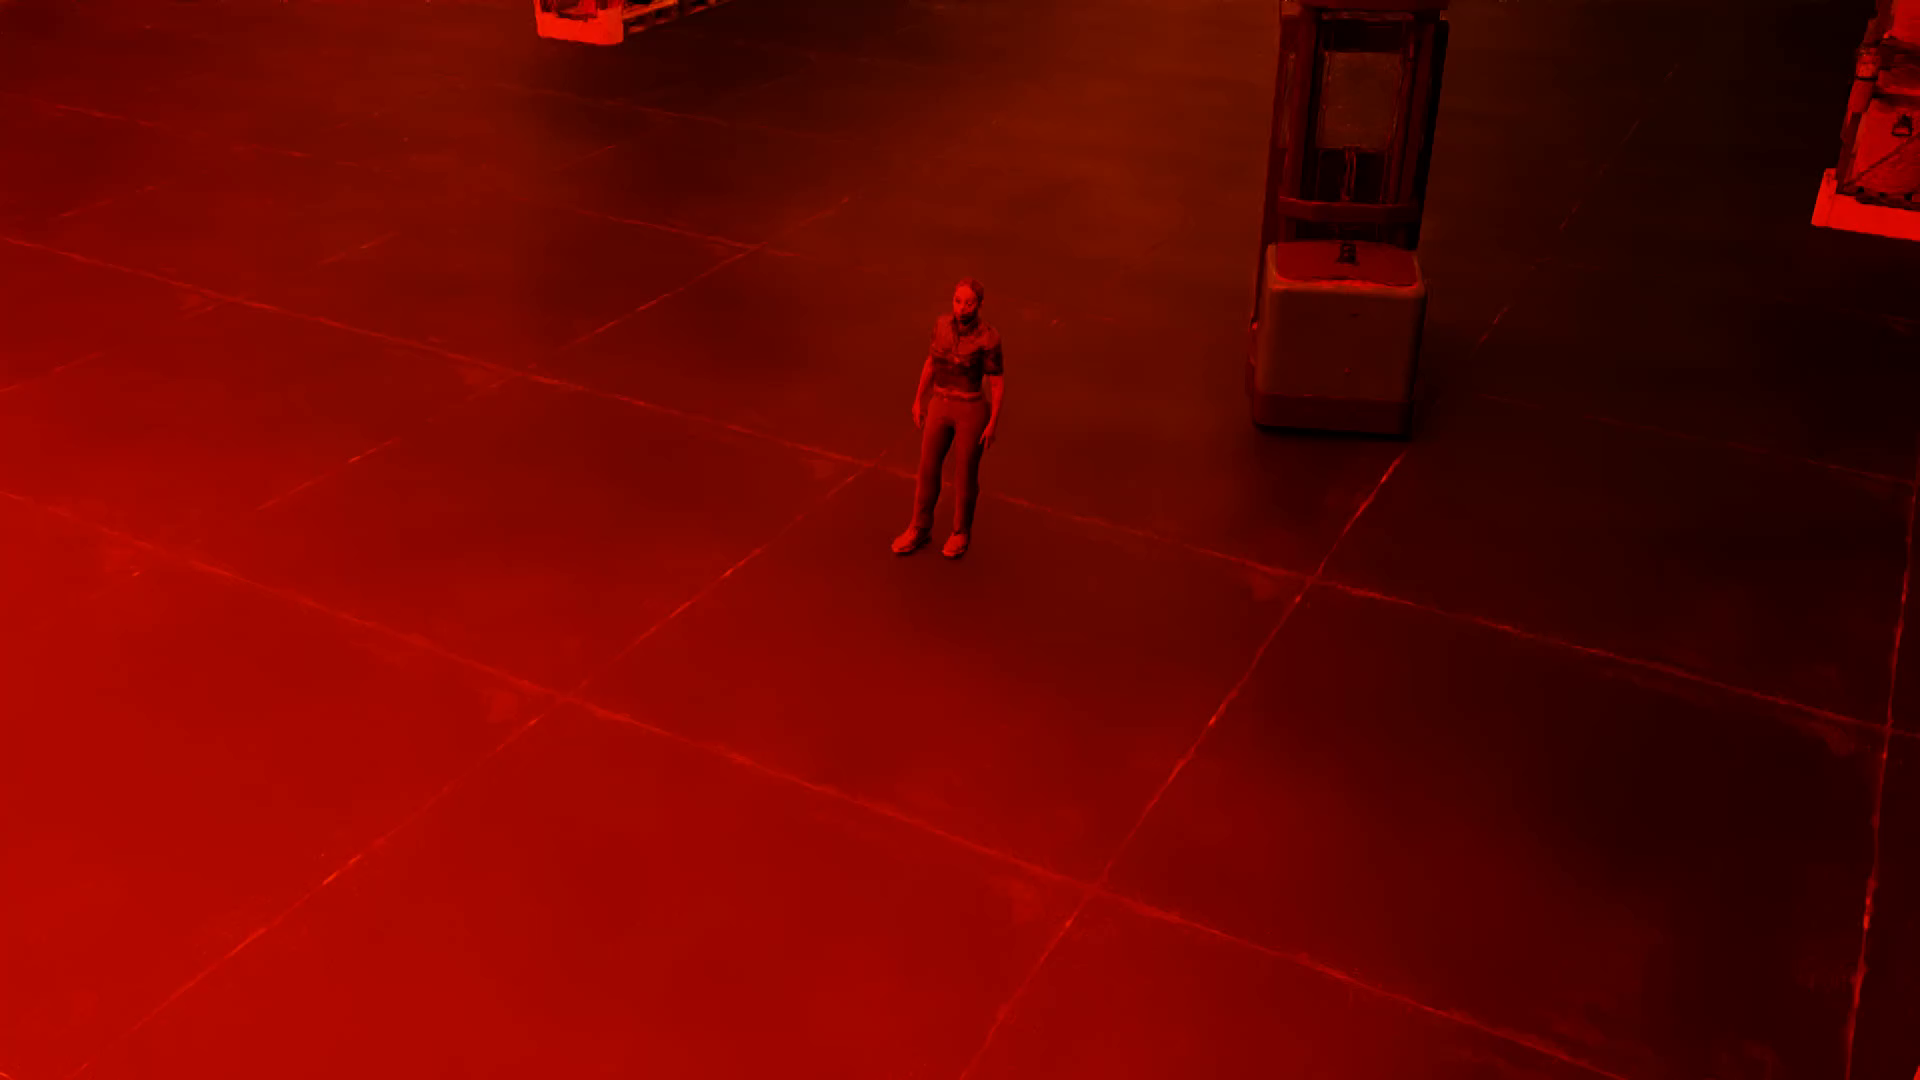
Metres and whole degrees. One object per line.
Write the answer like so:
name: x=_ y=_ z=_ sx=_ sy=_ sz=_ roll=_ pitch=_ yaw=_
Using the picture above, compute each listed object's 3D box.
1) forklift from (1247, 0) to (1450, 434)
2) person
forklift: x=2.722 y=-2.693 z=11.737 sx=1.130 sy=2.935 sz=3.031 roll=4 pitch=30 yaw=8
person: x=-0.060 y=-0.689 z=9.528 sx=0.570 sy=1.654 sz=0.503 roll=15 pitch=33 yaw=25
